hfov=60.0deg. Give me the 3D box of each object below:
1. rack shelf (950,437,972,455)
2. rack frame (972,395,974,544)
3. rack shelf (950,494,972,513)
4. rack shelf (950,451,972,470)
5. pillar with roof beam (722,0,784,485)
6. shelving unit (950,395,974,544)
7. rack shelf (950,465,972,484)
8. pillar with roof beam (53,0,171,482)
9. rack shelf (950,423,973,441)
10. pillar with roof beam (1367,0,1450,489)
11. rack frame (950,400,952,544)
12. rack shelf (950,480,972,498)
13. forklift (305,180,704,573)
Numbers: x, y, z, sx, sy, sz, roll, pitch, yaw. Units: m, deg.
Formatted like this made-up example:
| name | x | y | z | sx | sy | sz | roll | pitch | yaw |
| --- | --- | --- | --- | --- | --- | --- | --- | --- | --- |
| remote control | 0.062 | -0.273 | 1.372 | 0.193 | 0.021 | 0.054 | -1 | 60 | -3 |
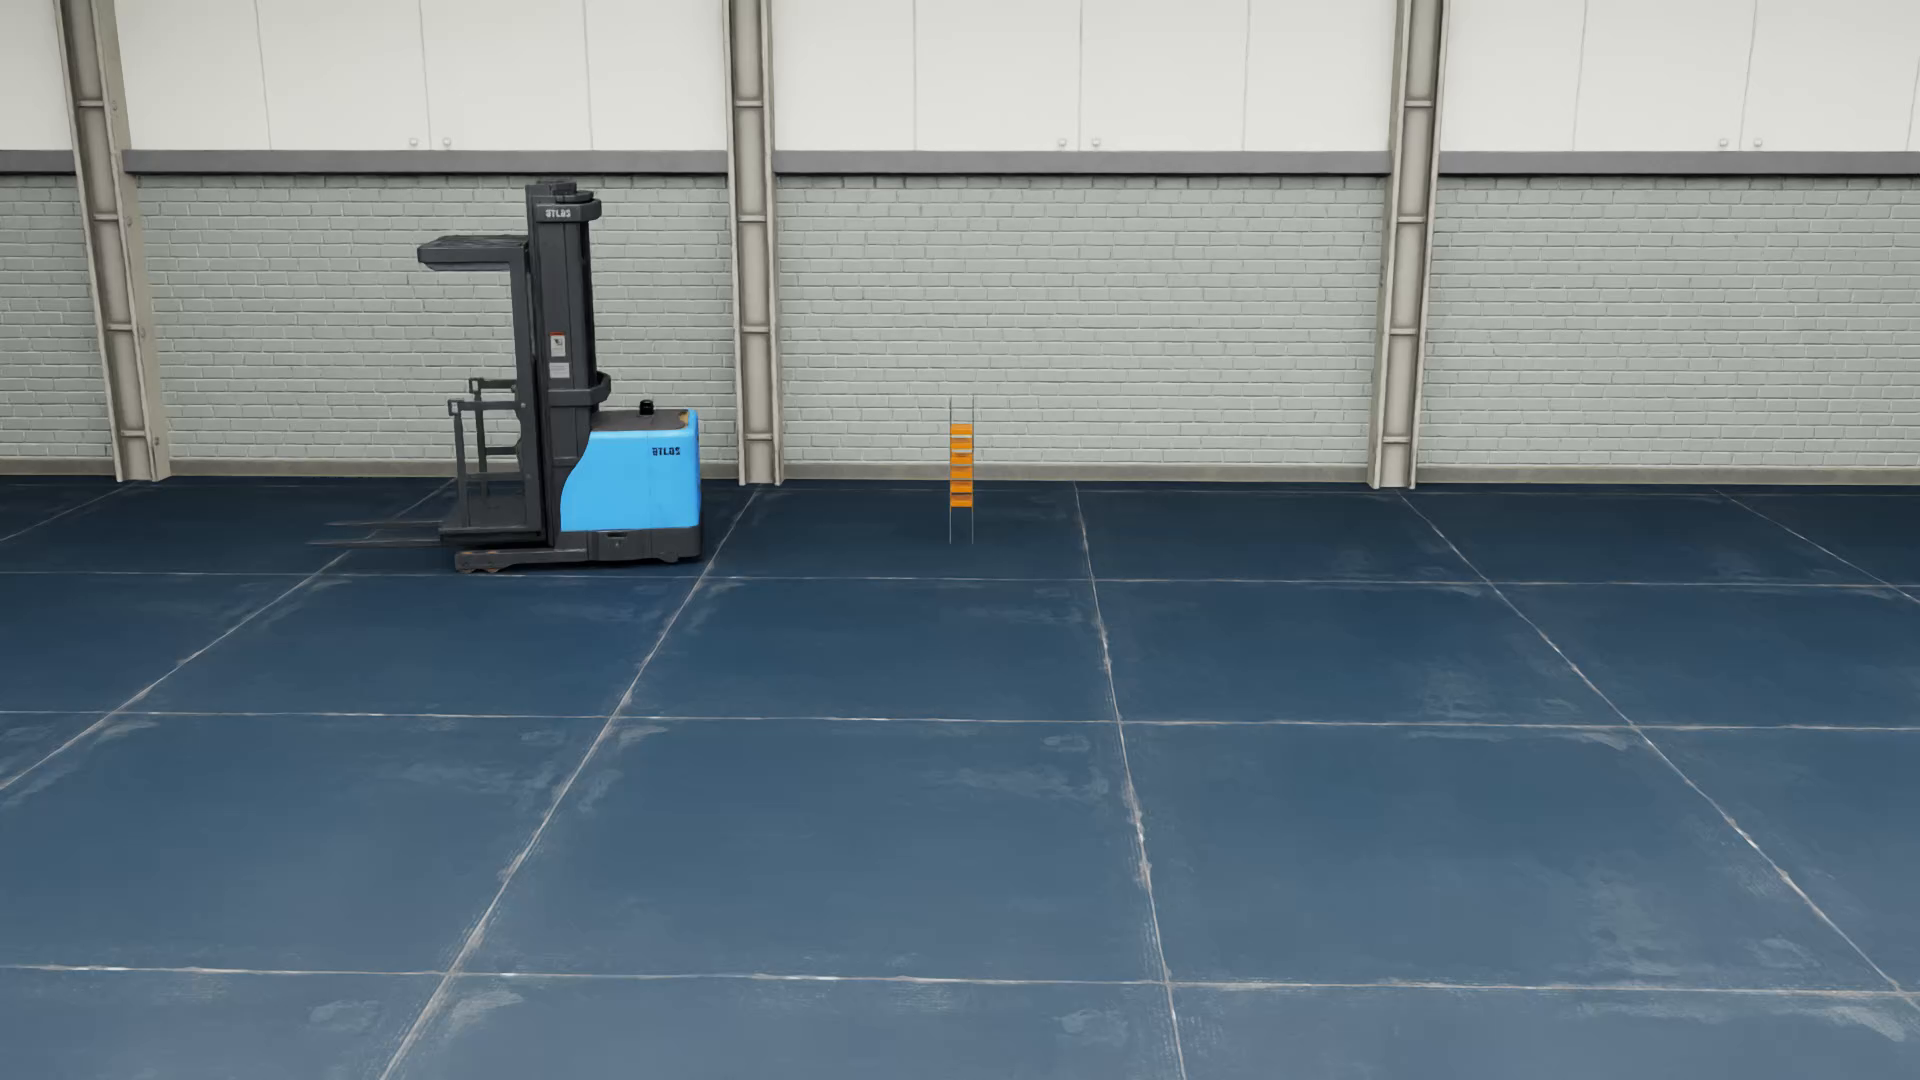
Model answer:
| name | x | y | z | sx | sy | sz | roll | pitch | yaw |
| --- | --- | --- | --- | --- | --- | --- | --- | --- | --- |
| rack shelf | 0.014 | -0.769 | 13.637 | 0.180 | 0.103 | 0.258 | 0 | 15 | 1 |
| rack frame | 0.106 | -0.579 | 13.684 | 0.006 | 1.200 | 0.240 | 0 | 15 | 1 |
| rack shelf | 0.014 | -0.305 | 13.759 | 0.180 | 0.103 | 0.258 | 0 | 15 | 1 |
| rack shelf | 0.014 | -0.653 | 13.667 | 0.180 | 0.103 | 0.258 | 0 | 15 | 1 |
| pillar with roof beam | -2.012 | -3.814 | 10.655 | 0.400 | 9.000 | 9.100 | 0 | 15 | 1 |
| shelving unit | 0.014 | -0.580 | 13.687 | 0.189 | 1.200 | 0.258 | 0 | 15 | 1 |
| rack shelf | 0.014 | -0.537 | 13.698 | 0.180 | 0.103 | 0.258 | 0 | 15 | 1 |
| pillar with roof beam | -8.010 | -3.853 | 10.803 | 0.400 | 9.000 | 9.100 | 0 | 15 | 1 |
| rack shelf | 0.014 | -0.885 | 13.606 | 0.180 | 0.103 | 0.258 | 0 | 15 | 1 |
| pillar with roof beam | 3.986 | -3.775 | 10.507 | 0.400 | 9.000 | 9.100 | 0 | 15 | 1 |
| rack frame | -0.077 | -0.581 | 13.689 | 0.006 | 1.200 | 0.240 | 0 | 15 | 1 |
| rack shelf | 0.014 | -0.421 | 13.729 | 0.180 | 0.103 | 0.258 | 0 | 15 | 1 |
| forklift | -3.602 | -1.302 | 13.031 | 3.031 | 2.935 | 1.130 | -2 | 15 | -7 |
